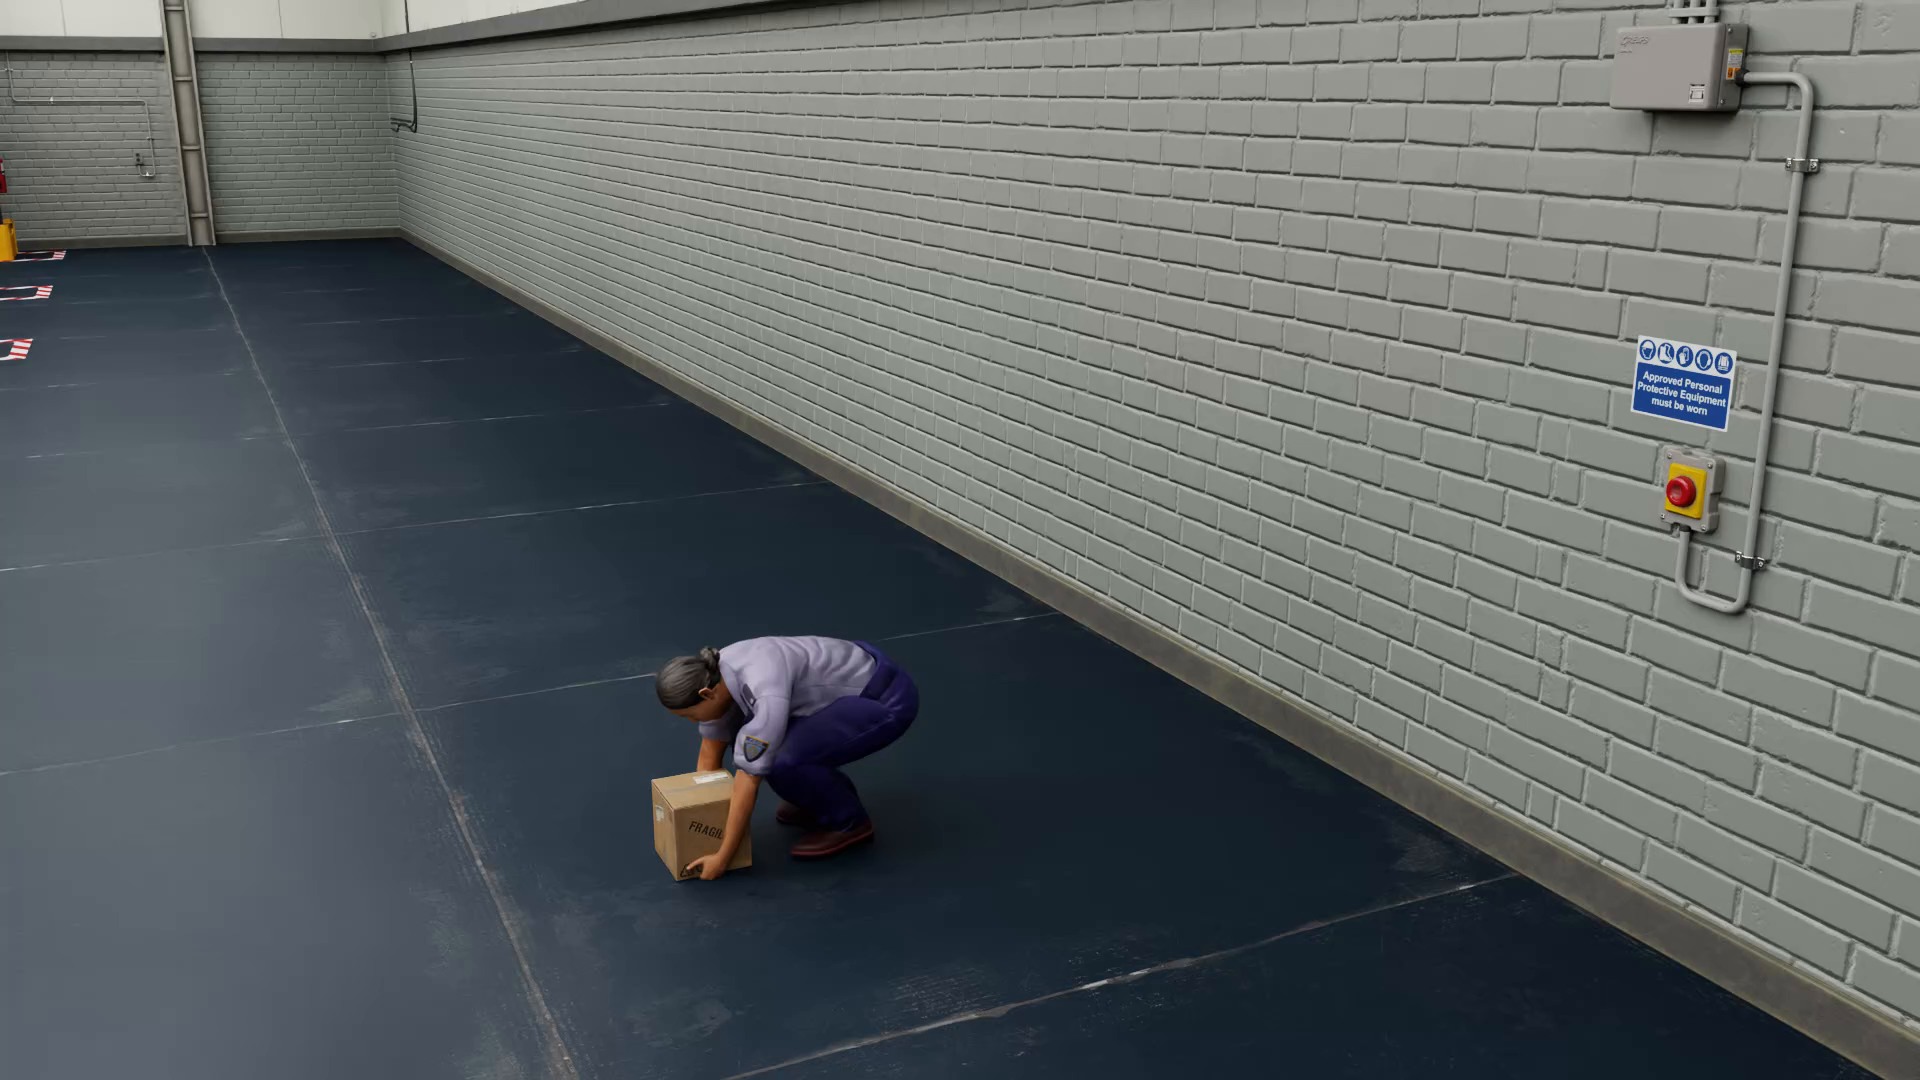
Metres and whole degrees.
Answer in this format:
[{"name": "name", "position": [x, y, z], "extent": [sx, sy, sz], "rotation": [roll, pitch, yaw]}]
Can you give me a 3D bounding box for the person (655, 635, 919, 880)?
[{"name": "person", "position": [-0.565, 0.654, 5.442], "extent": [0.883, 0.740, 0.495], "rotation": [-8, 17, -26]}]
